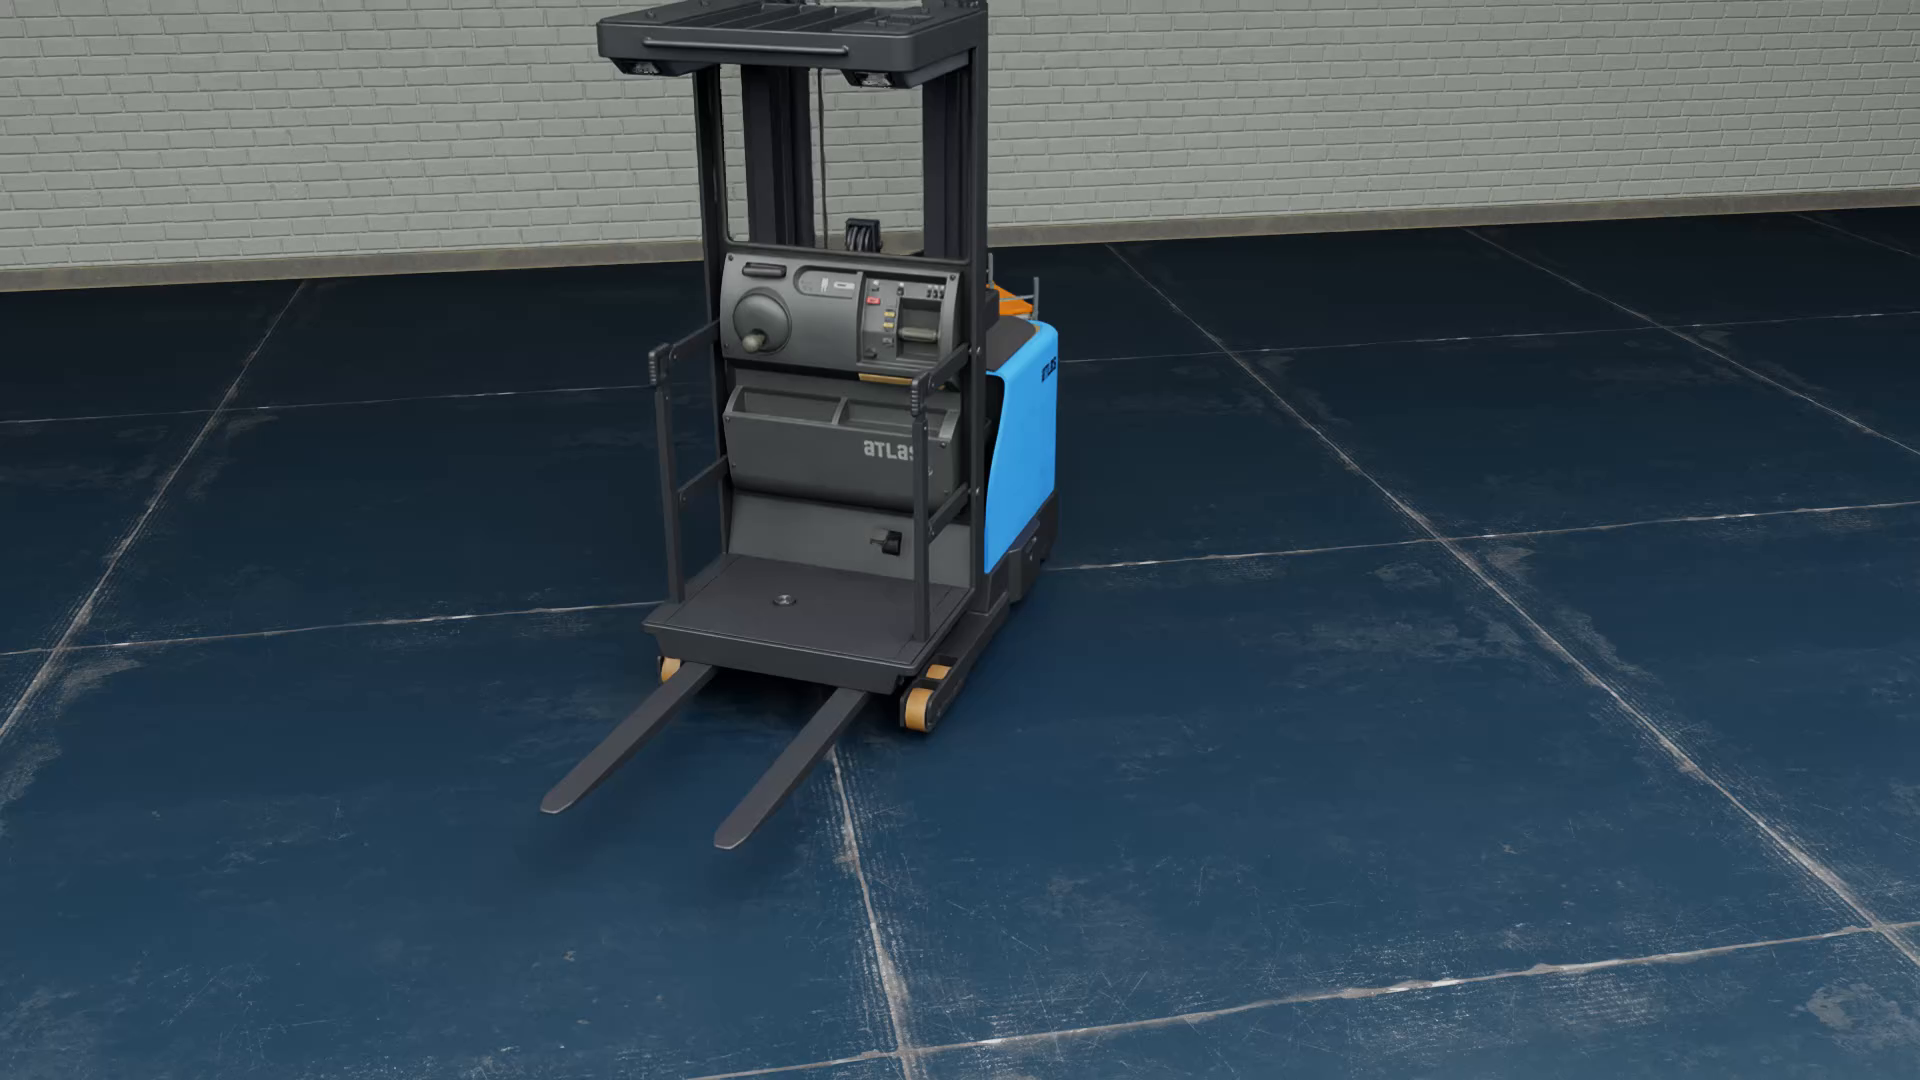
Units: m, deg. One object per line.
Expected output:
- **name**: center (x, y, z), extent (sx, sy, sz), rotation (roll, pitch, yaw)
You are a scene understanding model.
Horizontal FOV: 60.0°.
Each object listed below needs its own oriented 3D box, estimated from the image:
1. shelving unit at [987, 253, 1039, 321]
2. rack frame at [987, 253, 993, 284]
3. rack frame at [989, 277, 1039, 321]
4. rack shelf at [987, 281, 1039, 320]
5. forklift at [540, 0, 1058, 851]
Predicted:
- **shelving unit**: center (0.142, -0.696, 7.845), extent (0.258, 1.200, 0.503), rotation (-10, 26, -22)
- **rack frame**: center (0.043, -0.786, 8.050), extent (0.240, 1.200, 0.015), rotation (-10, 26, -22)
- **rack frame**: center (0.240, -0.607, 7.640), extent (0.240, 1.200, 0.015), rotation (-10, 26, -22)
- **rack shelf**: center (0.142, -1.056, 7.688), extent (0.258, 0.148, 0.480), rotation (-10, 26, -22)
- **forklift**: center (-0.519, -0.816, 5.957), extent (1.130, 2.935, 3.031), rotation (8, 25, 17)
